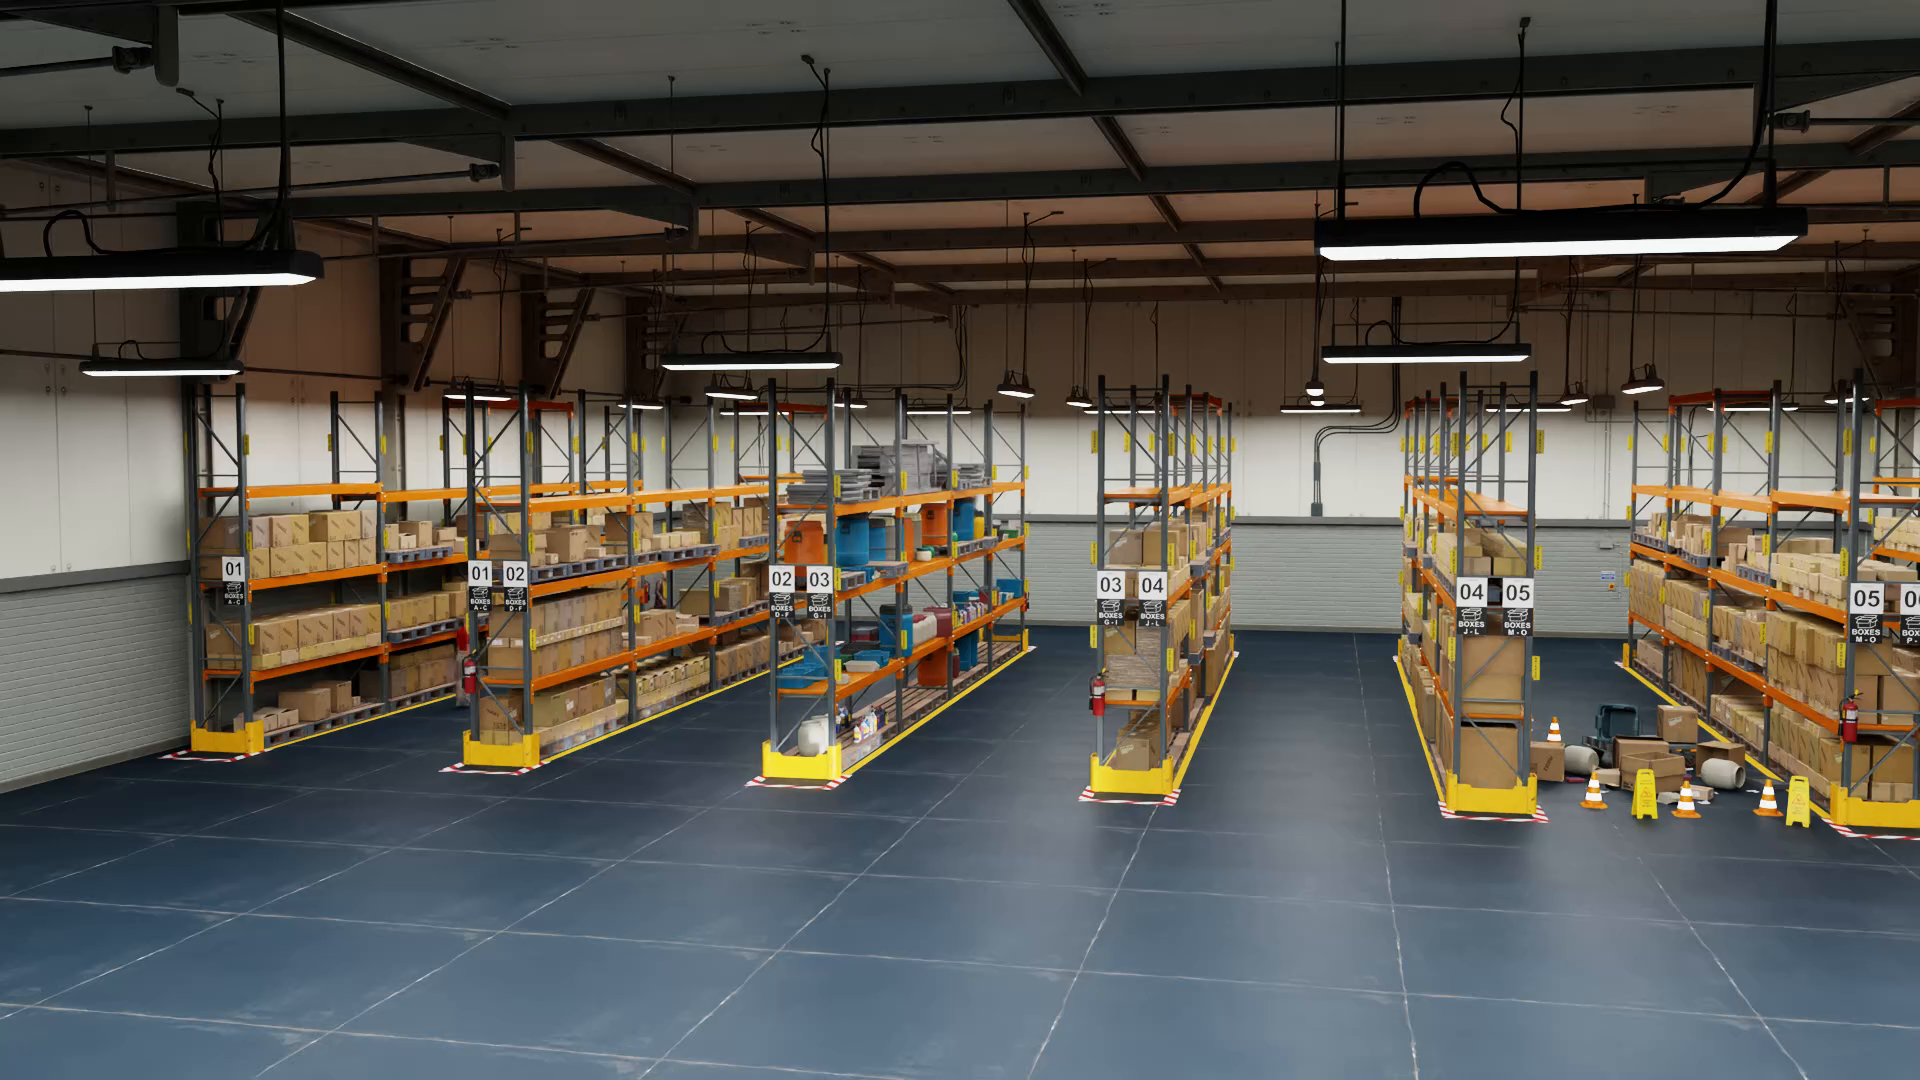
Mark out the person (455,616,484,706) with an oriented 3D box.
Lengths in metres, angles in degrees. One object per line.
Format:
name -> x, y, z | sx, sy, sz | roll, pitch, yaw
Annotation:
person -> -9.457, 2.320, 31.857 | 0.564, 1.728, 0.515 | 2, 4, 28

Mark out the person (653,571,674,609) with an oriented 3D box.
person -> -7.943, 1.642, 43.770 | 0.878, 1.708, 0.725 | 1, 4, 21
